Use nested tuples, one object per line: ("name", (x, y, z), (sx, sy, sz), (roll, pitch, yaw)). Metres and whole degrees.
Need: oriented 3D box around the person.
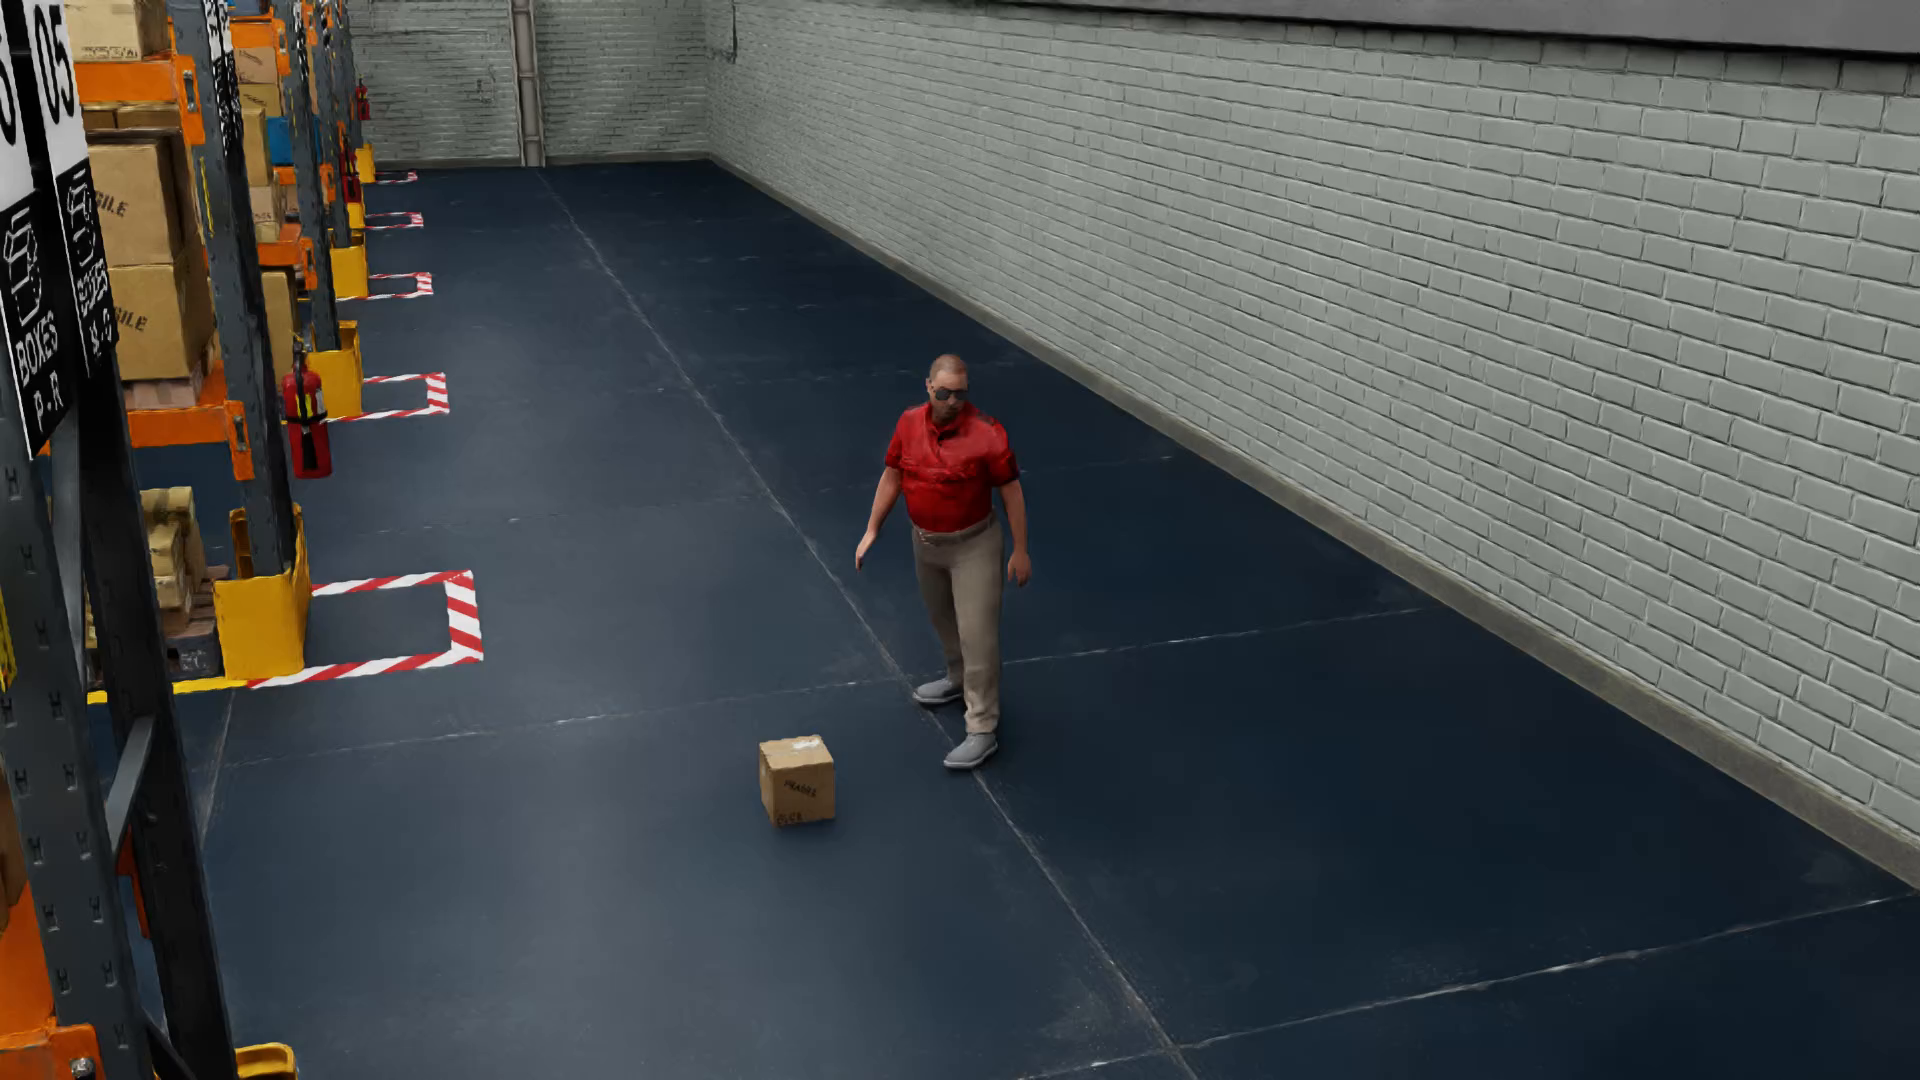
("person", (-0.047, 0.022, 7.058), (0.677, 1.690, 0.757), (13, 23, 33))
